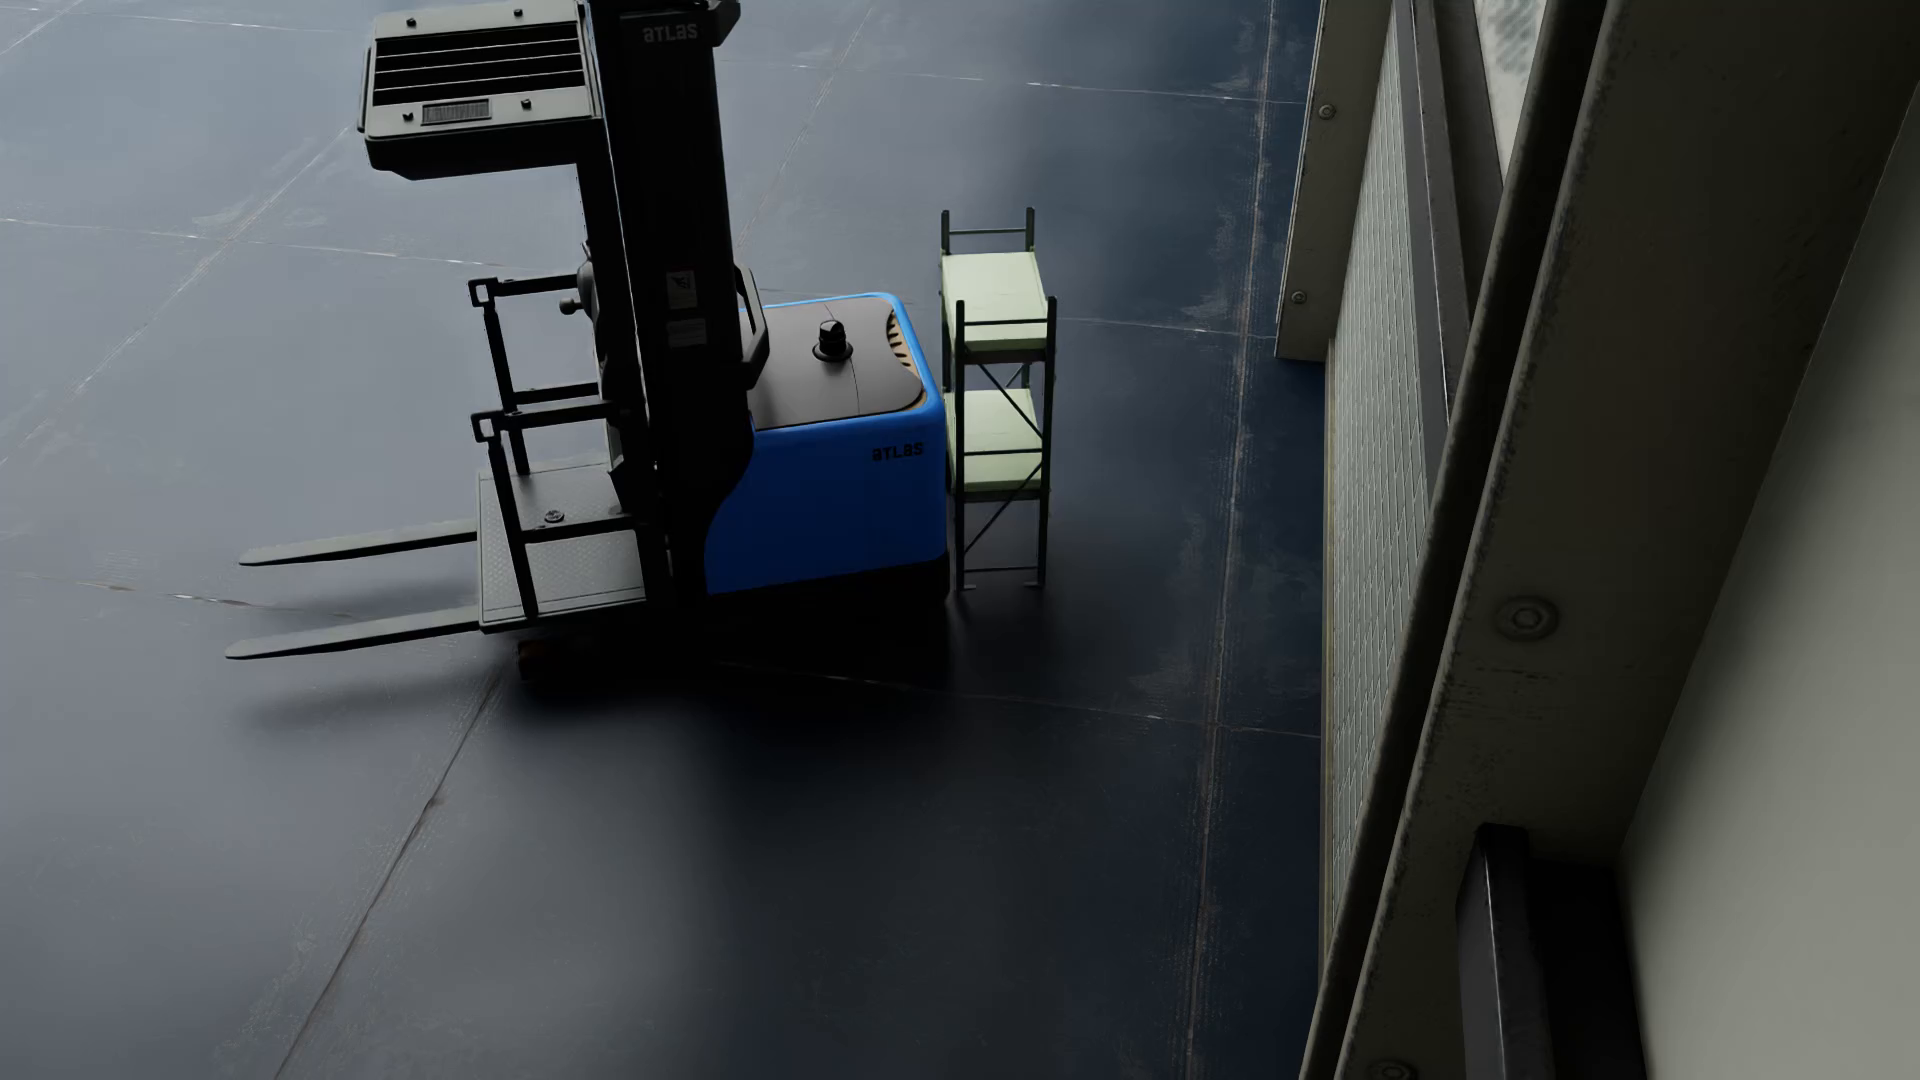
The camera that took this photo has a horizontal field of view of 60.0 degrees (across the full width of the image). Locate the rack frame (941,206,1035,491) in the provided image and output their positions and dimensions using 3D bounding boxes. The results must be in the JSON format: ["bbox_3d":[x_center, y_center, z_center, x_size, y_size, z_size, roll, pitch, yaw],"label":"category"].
[{"bbox_3d":[0.120,-0.832,7.580,0.400,1.500,0.023,-4,40,-4],"label":"rack frame"}]

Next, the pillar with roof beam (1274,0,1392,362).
[{"bbox_3d":[-2.364,-5.033,6.776,9.100,9.000,0.400,6,40,8],"label":"pillar with roof beam"}]

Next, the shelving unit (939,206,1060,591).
[{"bbox_3d":[0.156,-0.600,7.299,0.431,1.500,0.755,-4,40,-4],"label":"shelving unit"}]

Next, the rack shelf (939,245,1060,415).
[{"bbox_3d":[0.156,-0.901,7.050,0.431,0.370,0.720,-4,40,-4],"label":"rack shelf"}]

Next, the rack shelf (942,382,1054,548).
[{"bbox_3d":[0.156,-0.349,7.507,0.431,0.370,0.720,-4,40,-4],"label":"rack shelf"}]

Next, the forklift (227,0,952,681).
[{"bbox_3d":[-1.610,-0.908,6.548,3.031,2.935,1.130,-9,40,-10],"label":"forklift"}]

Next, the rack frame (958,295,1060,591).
[{"bbox_3d":[0.192,-0.368,7.018,0.400,1.500,0.023,-4,40,-4],"label":"rack frame"}]
